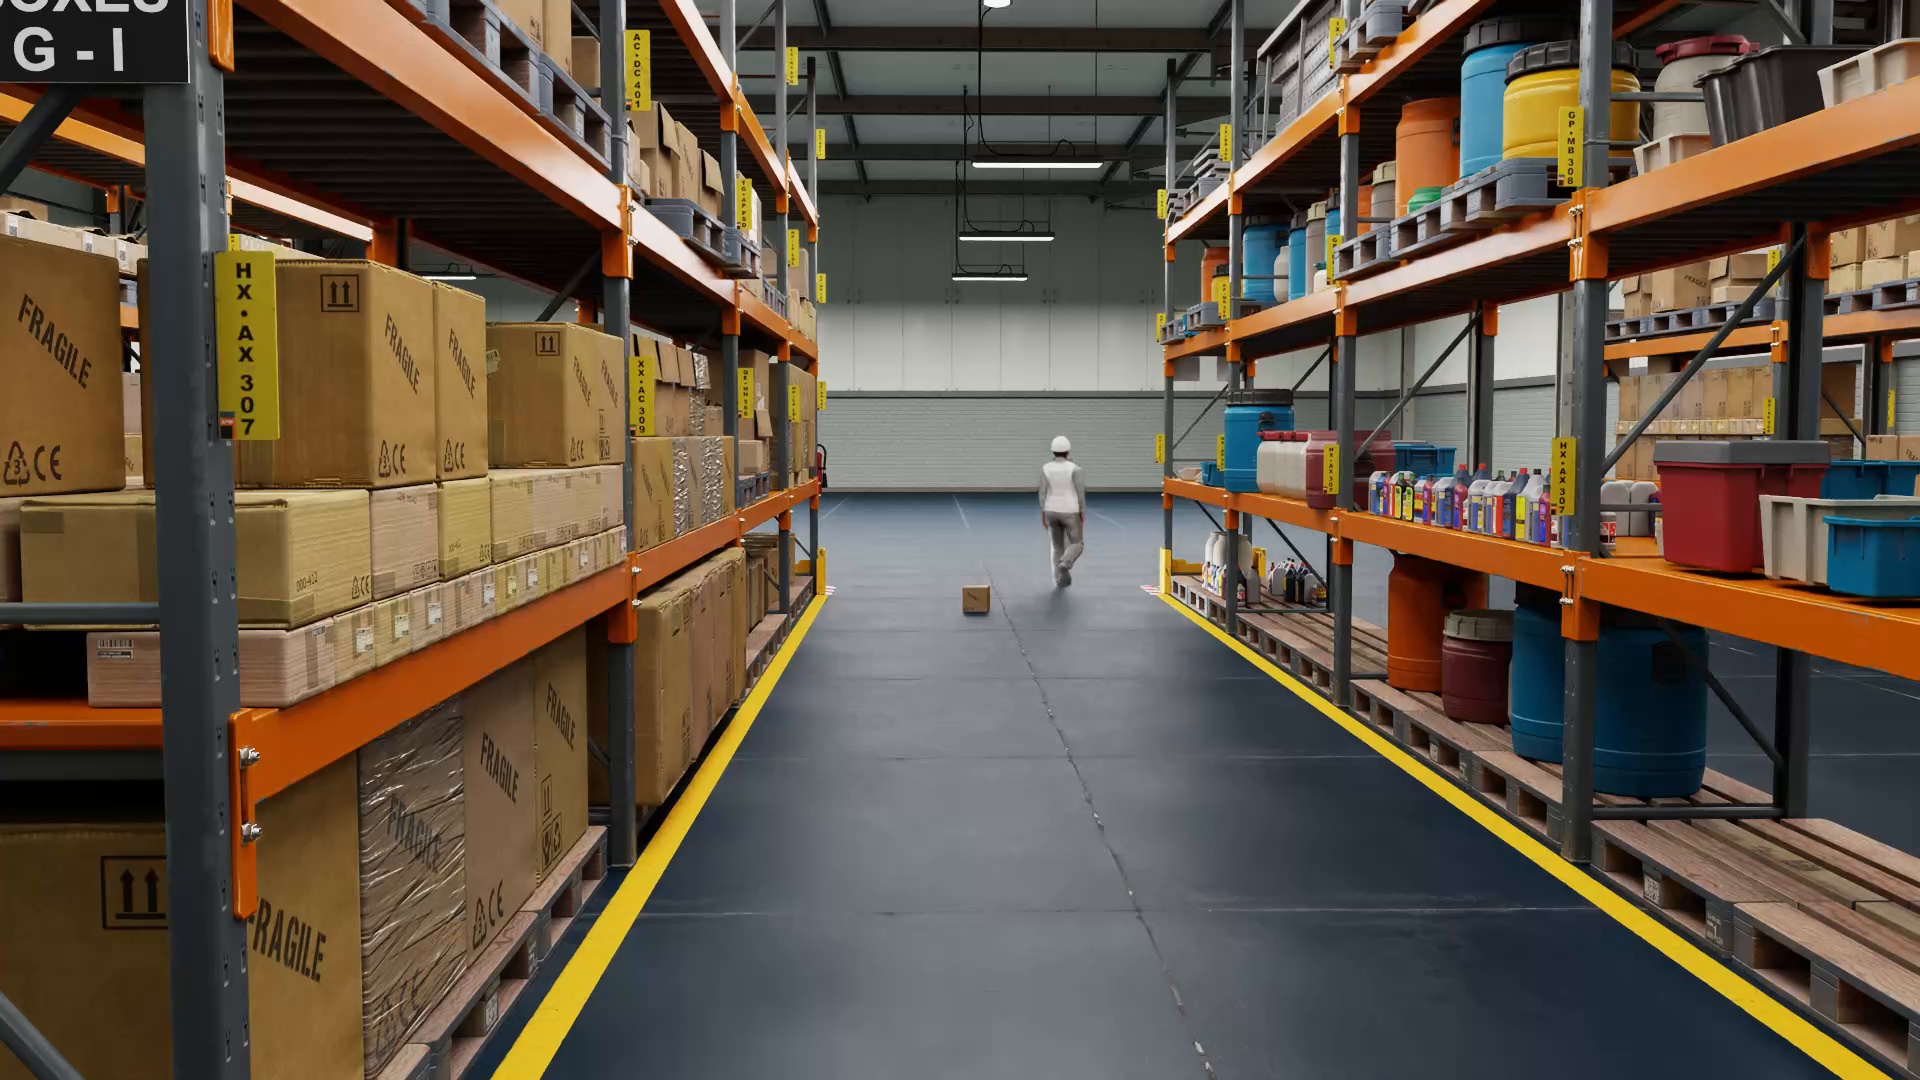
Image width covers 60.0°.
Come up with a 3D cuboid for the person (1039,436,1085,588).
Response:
[{"bbox_3d":[1.176,-0.317,19.137,0.539,1.756,0.669,2,4,23],"label":"person"}]
